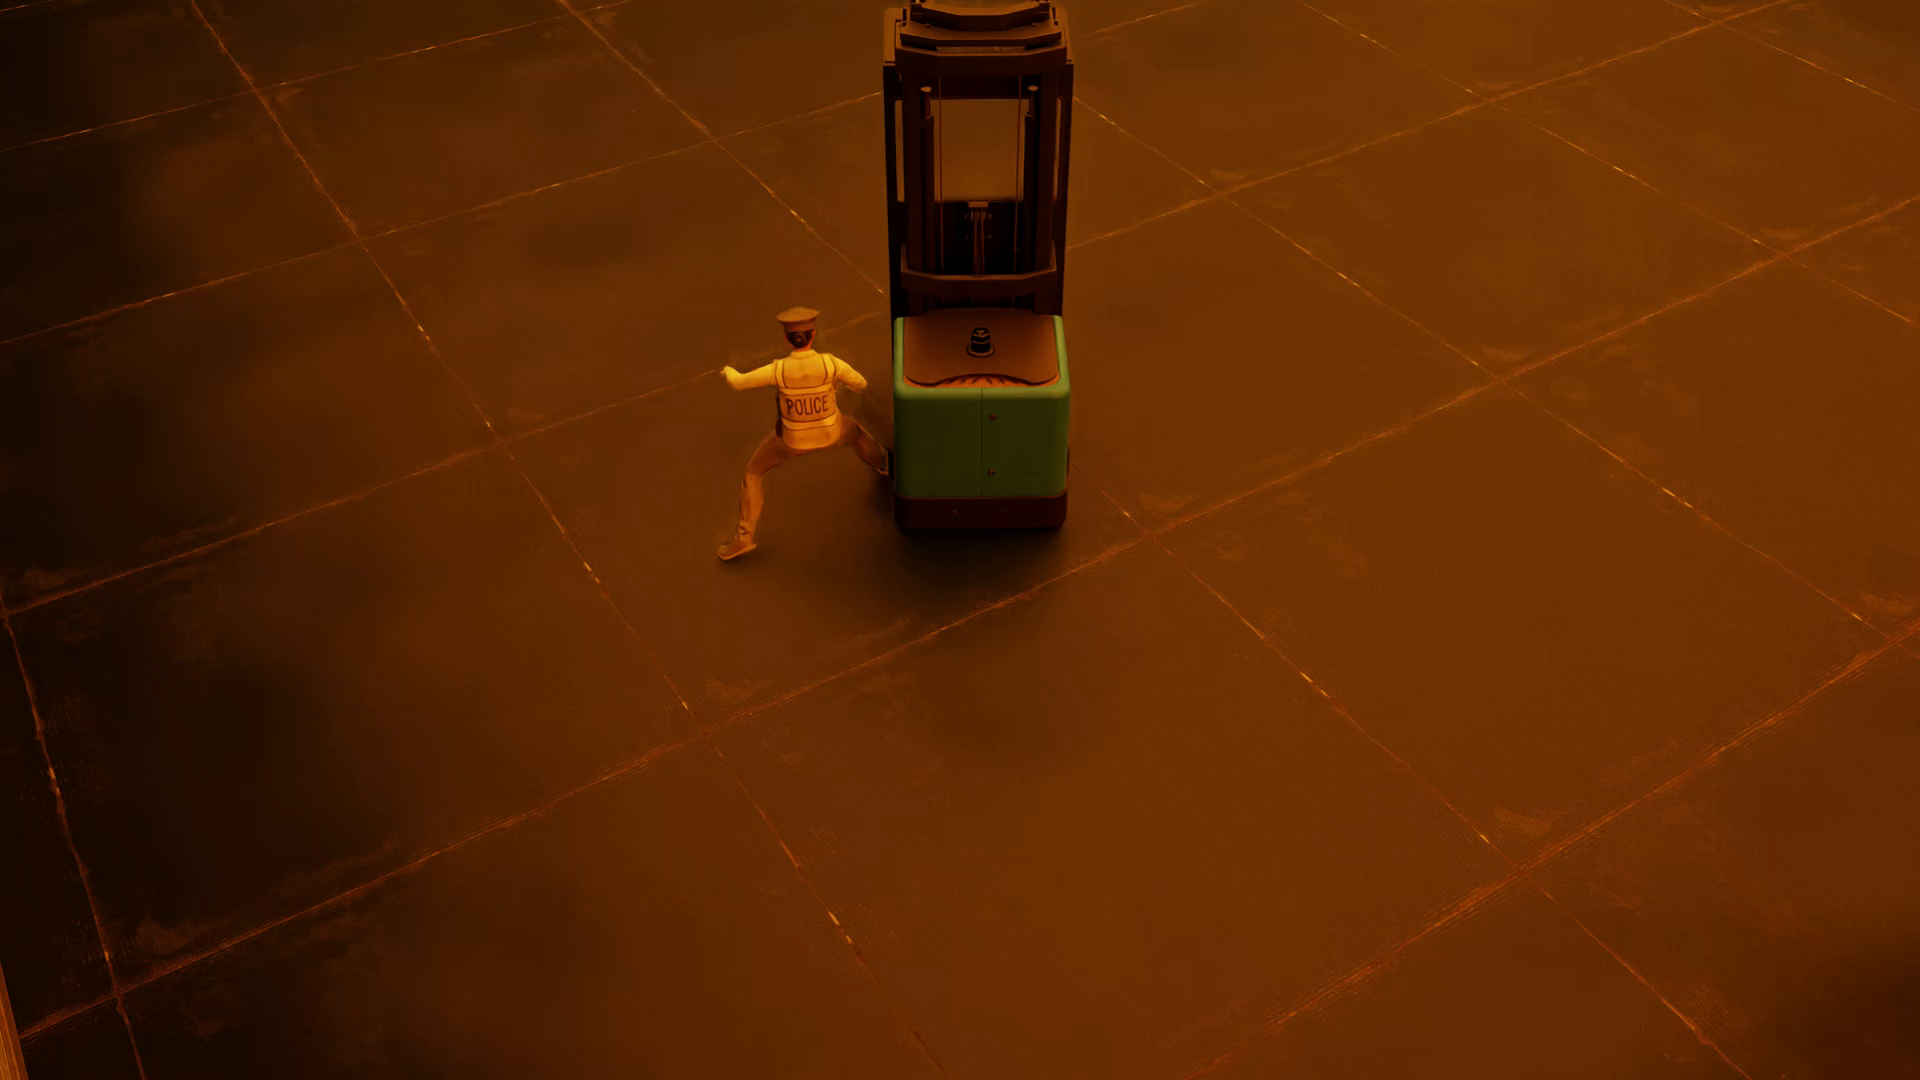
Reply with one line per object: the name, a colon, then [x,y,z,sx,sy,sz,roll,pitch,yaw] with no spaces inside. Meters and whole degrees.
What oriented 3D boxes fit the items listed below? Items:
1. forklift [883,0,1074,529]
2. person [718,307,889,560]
forklift: [0.098,-2.116,10.292,1.130,2.935,3.031,-1,41,-1]
person: [-0.950,-0.748,9.839,1.160,1.503,0.917,-8,42,-9]
